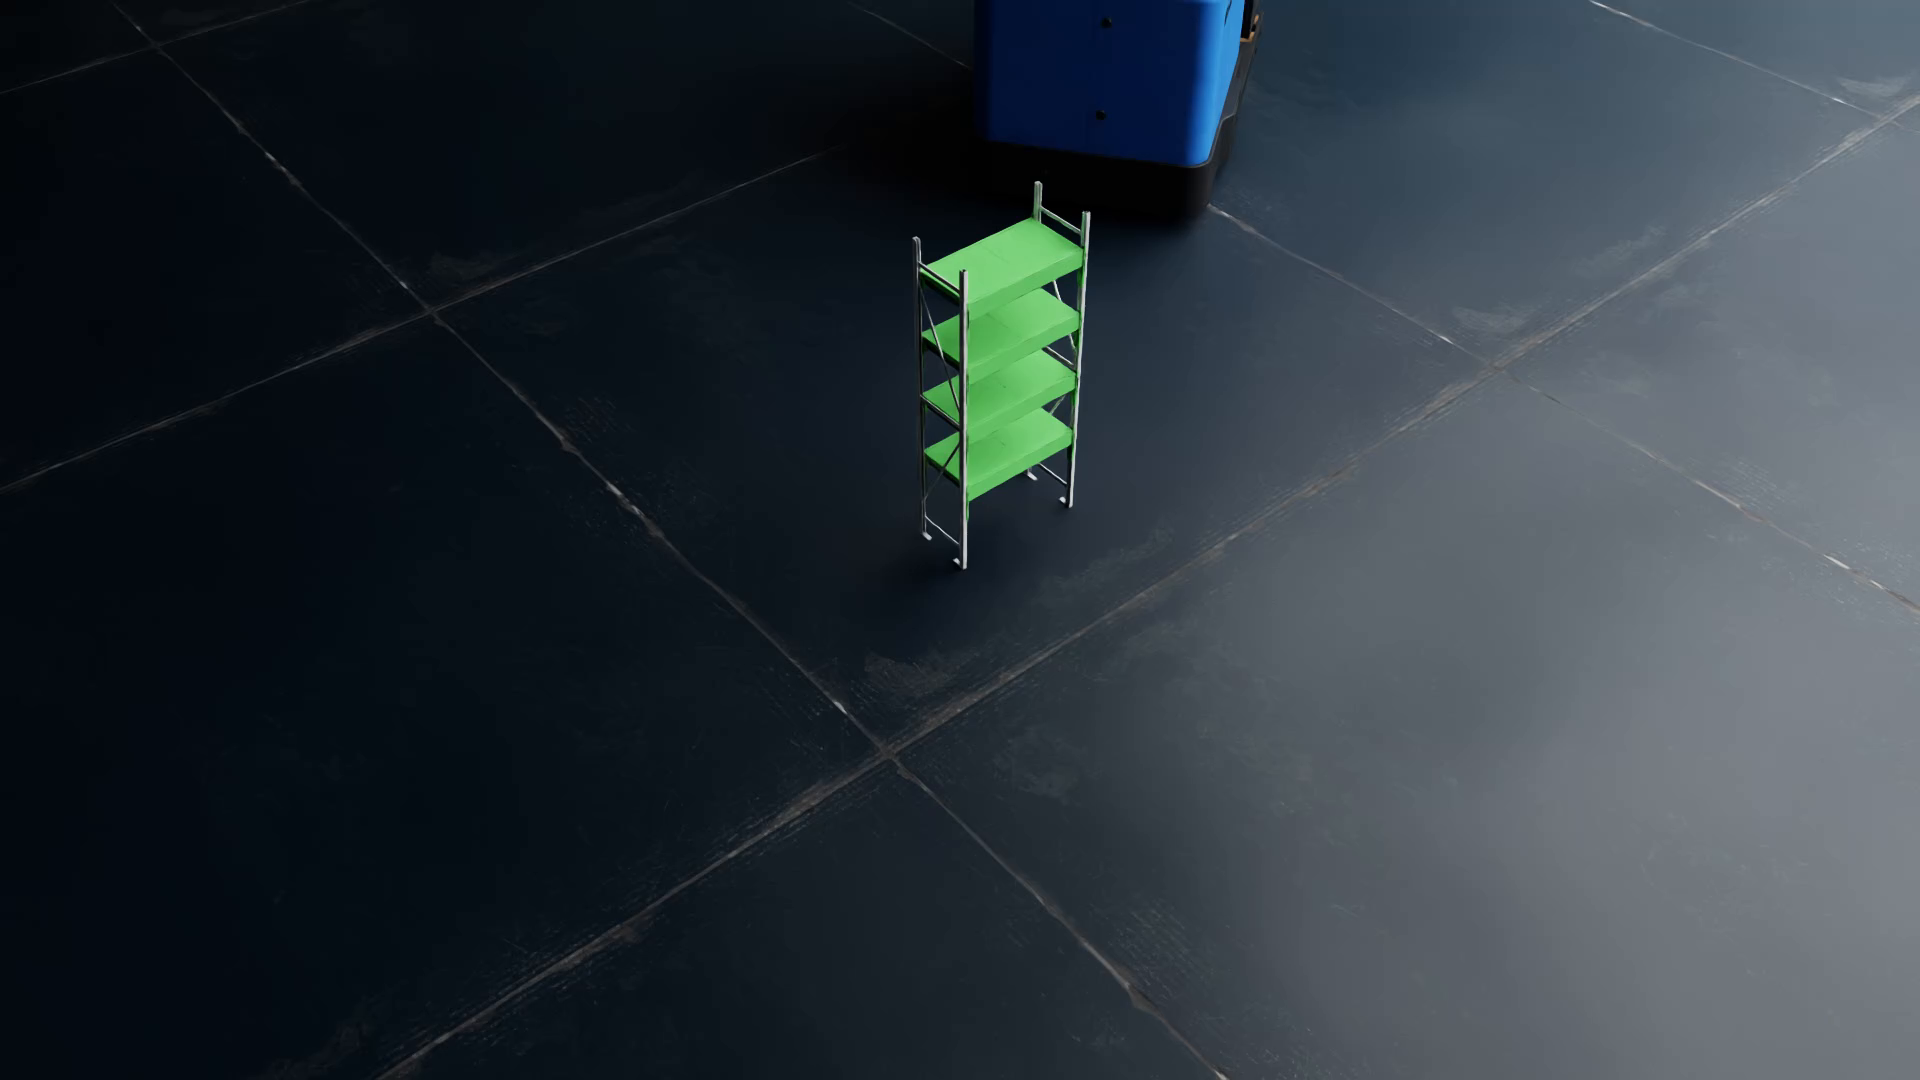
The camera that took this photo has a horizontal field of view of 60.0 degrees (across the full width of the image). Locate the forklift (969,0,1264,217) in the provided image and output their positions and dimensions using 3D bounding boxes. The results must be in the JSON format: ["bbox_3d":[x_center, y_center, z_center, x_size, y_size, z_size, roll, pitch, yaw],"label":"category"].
[{"bbox_3d":[0.905,-3.475,7.309,1.130,2.935,3.031,10,44,10],"label":"forklift"}]

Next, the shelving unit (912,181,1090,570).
[{"bbox_3d":[0.127,-0.510,5.417,0.503,1.200,0.258,-30,51,-28],"label":"shelving unit"}]

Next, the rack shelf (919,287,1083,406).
[{"bbox_3d":[0.127,-0.638,5.296,0.480,0.148,0.258,-30,51,-28],"label":"rack shelf"}]

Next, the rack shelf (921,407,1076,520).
[{"bbox_3d":[0.127,-0.289,5.625,0.480,0.148,0.258,-30,51,-28],"label":"rack shelf"}]

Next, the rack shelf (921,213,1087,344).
[{"bbox_3d":[0.127,-0.813,5.132,0.480,0.148,0.258,-30,51,-28],"label":"rack shelf"}]

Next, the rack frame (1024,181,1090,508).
[{"bbox_3d":[0.314,-0.617,5.531,0.015,1.200,0.240,-30,51,-28],"label":"rack frame"}]

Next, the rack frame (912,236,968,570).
[{"bbox_3d":[-0.060,-0.403,5.303,0.015,1.200,0.240,-30,51,-28],"label":"rack frame"}]

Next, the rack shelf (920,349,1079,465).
[{"bbox_3d":[0.127,-0.463,5.460,0.480,0.148,0.258,-30,51,-28],"label":"rack shelf"}]
